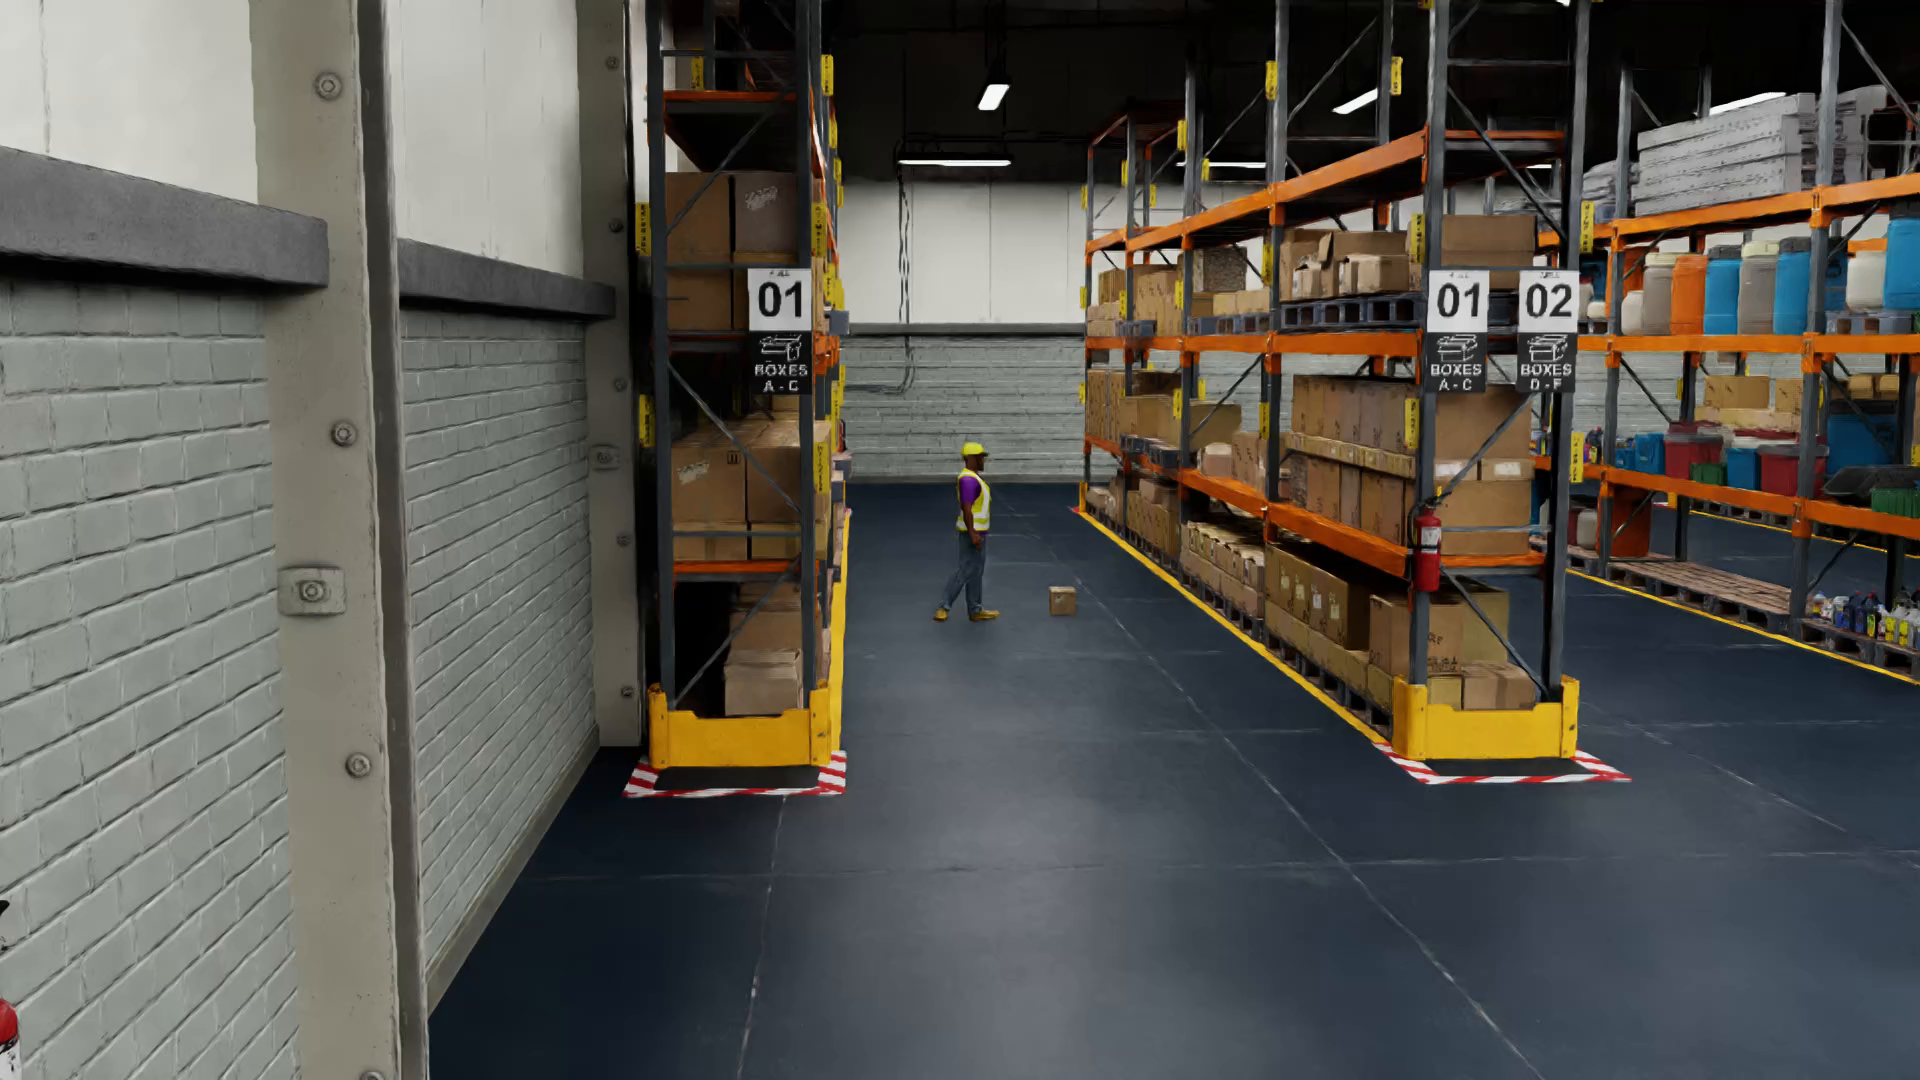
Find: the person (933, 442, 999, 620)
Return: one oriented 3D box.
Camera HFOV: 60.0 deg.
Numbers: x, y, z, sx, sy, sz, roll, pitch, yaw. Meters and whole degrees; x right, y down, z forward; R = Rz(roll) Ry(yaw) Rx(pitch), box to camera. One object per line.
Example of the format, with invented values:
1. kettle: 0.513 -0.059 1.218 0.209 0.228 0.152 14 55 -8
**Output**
1. person: 0.068 -0.078 16.322 0.599 1.771 0.745 1 7 7
